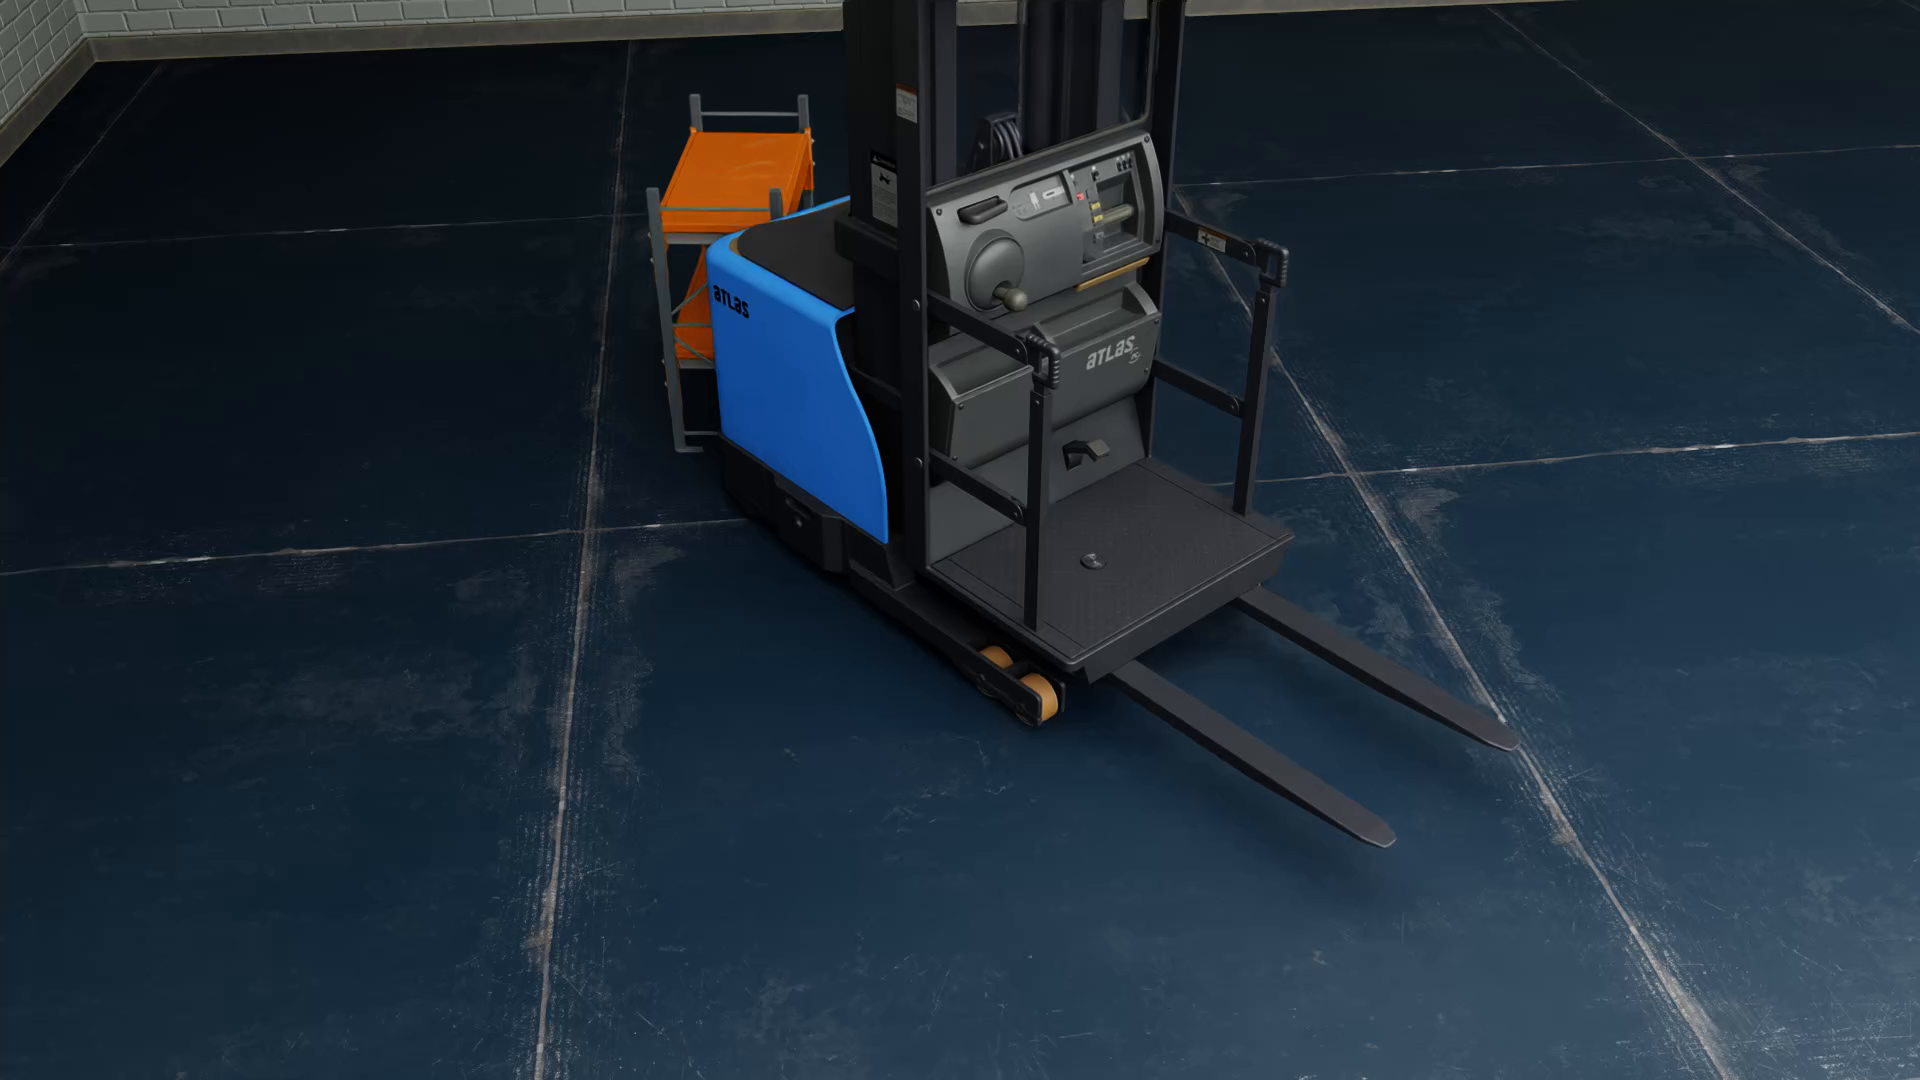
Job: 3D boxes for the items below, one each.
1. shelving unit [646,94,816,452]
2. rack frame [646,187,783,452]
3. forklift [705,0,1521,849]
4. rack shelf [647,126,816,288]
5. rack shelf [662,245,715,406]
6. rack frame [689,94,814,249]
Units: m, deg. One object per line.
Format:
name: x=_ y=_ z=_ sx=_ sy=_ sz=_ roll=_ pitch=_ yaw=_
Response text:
shelving unit: x=-0.901 y=-1.118 z=6.892 sx=0.538 sy=1.125 sz=1.048 roll=1 pitch=34 yaw=1
rack frame: x=-0.912 y=-0.832 z=6.472 sx=0.500 sy=1.125 sz=0.032 roll=1 pitch=34 yaw=1
forklift: x=0.427 y=-0.937 z=5.023 sx=1.130 sy=2.935 sz=3.031 roll=-26 pitch=42 yaw=-33
rack shelf: x=-0.901 y=-1.360 z=6.727 sx=0.538 sy=0.278 sz=1.000 roll=1 pitch=34 yaw=1
rack shelf: x=-0.901 y=-0.916 z=7.029 sx=0.538 sy=0.278 sz=1.000 roll=1 pitch=34 yaw=1
rack frame: x=-0.889 y=-1.404 z=7.312 sx=0.500 sy=1.125 sz=0.032 roll=1 pitch=34 yaw=1
